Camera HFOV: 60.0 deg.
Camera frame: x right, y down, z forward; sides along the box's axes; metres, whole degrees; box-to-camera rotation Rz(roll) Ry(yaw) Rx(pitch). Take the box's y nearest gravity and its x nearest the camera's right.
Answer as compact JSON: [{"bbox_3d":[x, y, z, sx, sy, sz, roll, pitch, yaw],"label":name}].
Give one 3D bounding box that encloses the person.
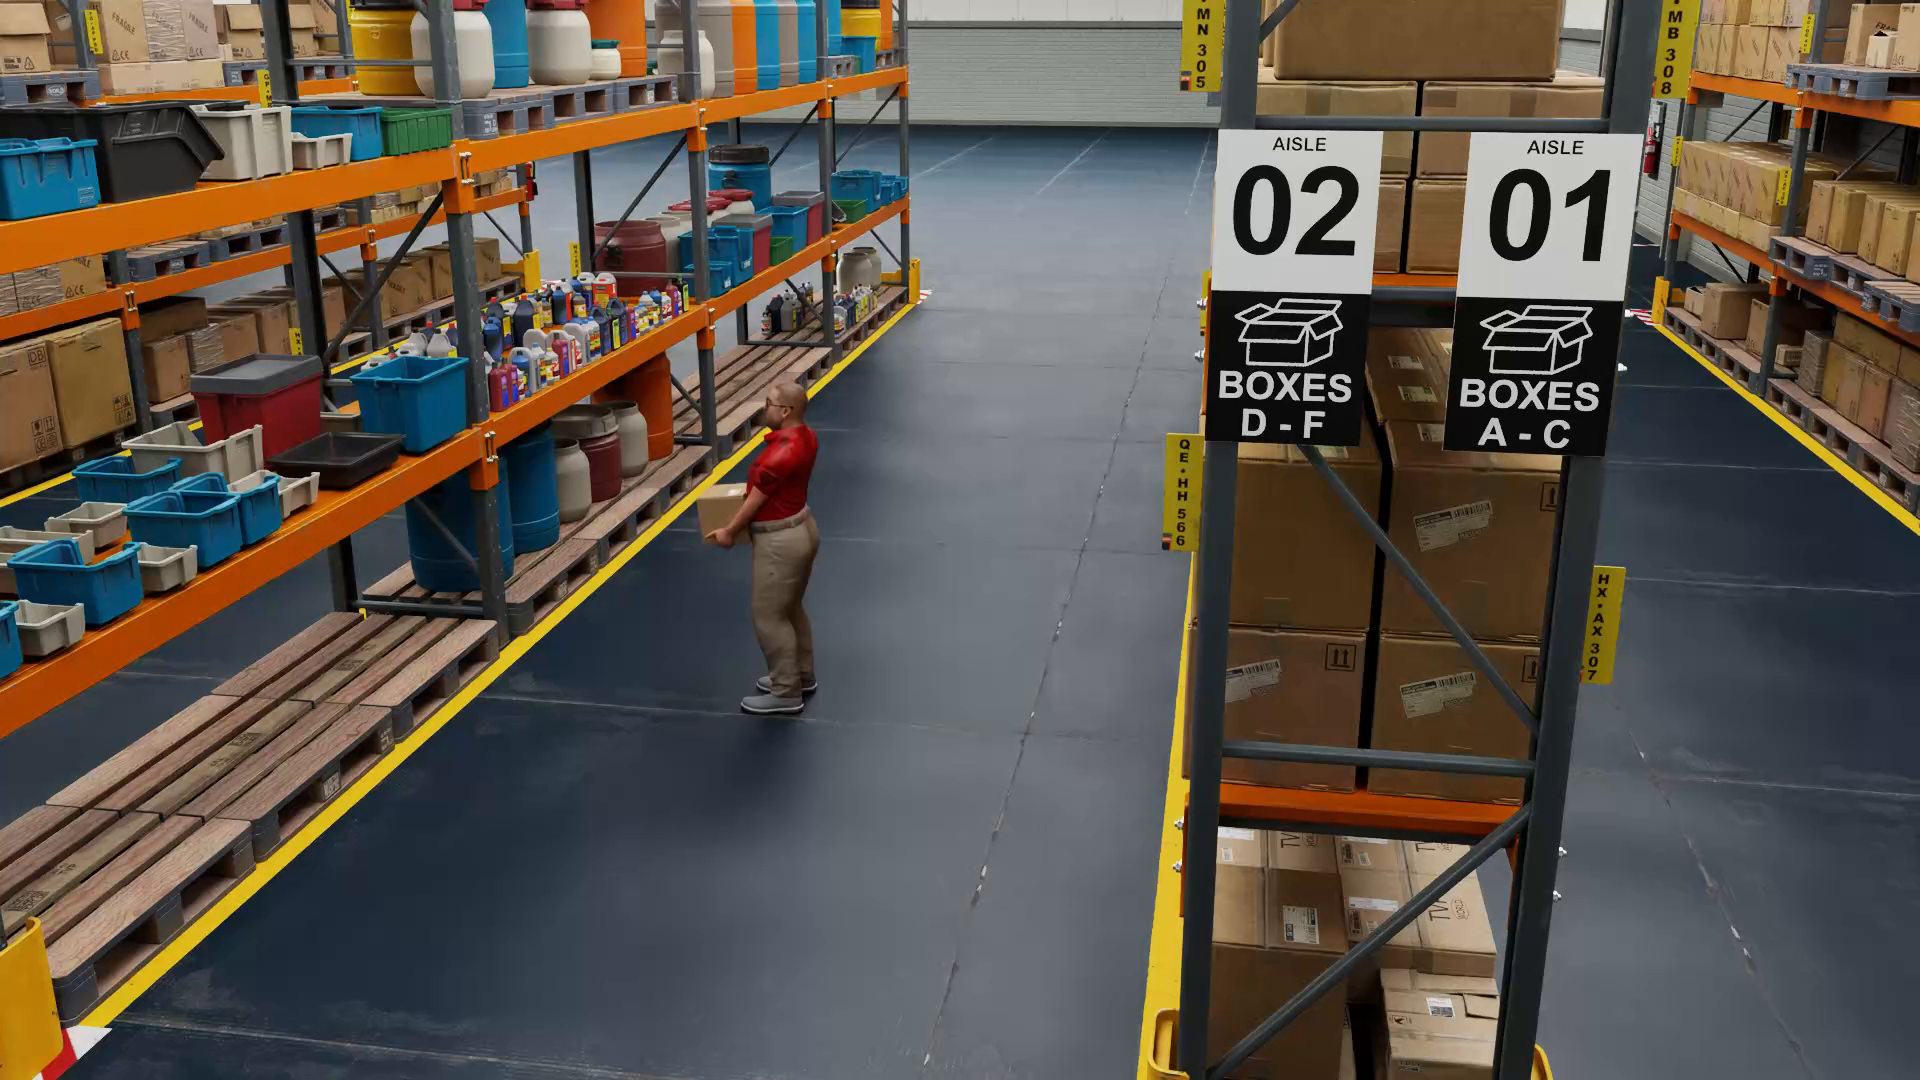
[{"bbox_3d":[-1.006,0.028,8.515,0.536,1.715,0.494,3,18,10],"label":"person"}]
